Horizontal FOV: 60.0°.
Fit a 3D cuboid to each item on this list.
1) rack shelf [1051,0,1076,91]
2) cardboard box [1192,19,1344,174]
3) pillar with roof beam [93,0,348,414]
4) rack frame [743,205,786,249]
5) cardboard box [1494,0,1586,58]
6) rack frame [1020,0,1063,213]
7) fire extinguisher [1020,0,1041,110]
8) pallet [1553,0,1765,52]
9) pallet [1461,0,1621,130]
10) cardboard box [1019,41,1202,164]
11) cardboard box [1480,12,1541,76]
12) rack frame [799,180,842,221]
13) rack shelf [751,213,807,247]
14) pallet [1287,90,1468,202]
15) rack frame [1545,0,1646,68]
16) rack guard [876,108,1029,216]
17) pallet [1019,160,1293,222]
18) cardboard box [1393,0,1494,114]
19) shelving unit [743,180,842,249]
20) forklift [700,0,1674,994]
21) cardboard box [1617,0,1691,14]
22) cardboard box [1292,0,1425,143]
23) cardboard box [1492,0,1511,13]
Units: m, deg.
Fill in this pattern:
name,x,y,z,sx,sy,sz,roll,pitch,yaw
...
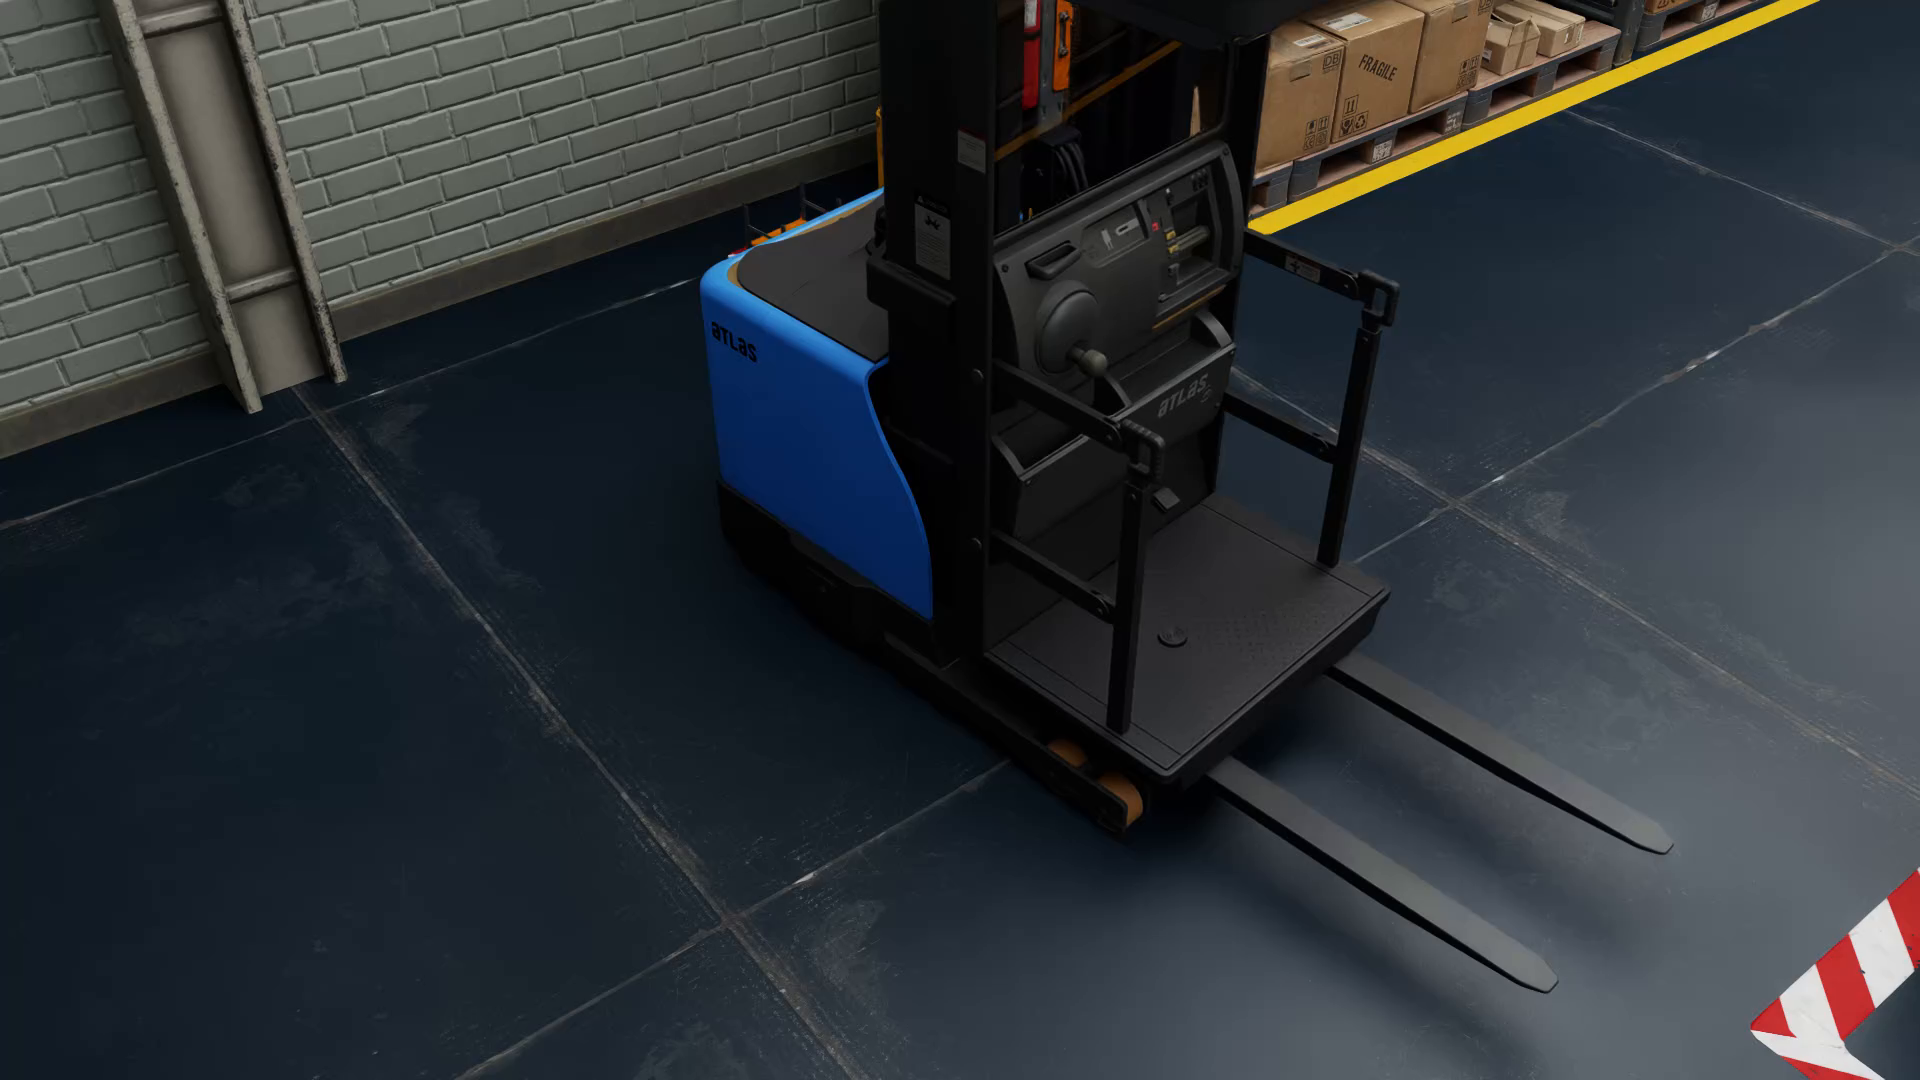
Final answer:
name,x,y,z,sx,sy,sz,roll,pitch,yaw
rack shelf,1.626,-2.876,7.458,4.000,0.370,1.077,-26,46,-28
cardboard box,1.284,-2.076,7.556,0.500,0.500,0.700,-24,45,-26
pillar with roof beam,-0.024,-1.947,1.028,0.400,9.000,9.100,-26,46,-28
rack frame,-0.633,-0.643,5.705,0.200,1.050,0.008,31,49,32
cardboard box,2.949,-2.624,8.500,0.250,0.149,0.380,-27,47,-29
rack frame,0.040,-2.381,6.287,0.127,3.000,1.000,-26,46,-28
fire extinguisher,0.205,-1.918,6.077,0.183,0.674,0.296,-26,46,-28
pallet,3.834,-3.182,9.463,1.213,0.211,1.003,-26,46,-28
pallet,2.667,-2.584,8.733,1.213,0.211,1.003,-26,46,-28
cardboard box,0.583,-1.767,7.176,0.637,0.503,0.797,-28,47,-30
cardboard box,2.666,-2.531,8.295,0.258,0.266,0.396,-24,45,-27
rack frame,-0.464,-0.754,5.842,0.200,1.050,0.008,31,49,32
rack shelf,-0.548,-0.910,5.600,0.215,0.259,0.240,31,49,32
pallet,1.699,-2.110,8.155,1.213,0.211,1.003,-26,46,-28
rack frame,3.212,-3.927,8.172,0.127,3.000,1.000,-26,46,-28
rack guard,0.101,-1.444,7.116,0.348,0.500,1.175,-26,46,-28
pallet,0.732,-1.641,7.584,1.213,0.211,1.003,-26,46,-28
cardboard box,2.108,-2.478,8.045,0.500,0.500,0.700,-28,47,-30
shelving unit,-0.548,-0.698,5.774,0.215,1.050,0.252,31,49,32
forklift,0.590,-0.681,4.269,3.031,2.935,1.130,32,49,33
cardboard box,3.733,-3.197,8.921,0.500,0.500,0.500,-24,45,-26
cardboard box,1.765,-2.230,7.744,0.500,0.500,0.500,-25,46,-27
cardboard box,2.544,-2.913,8.725,0.500,0.311,0.500,-24,45,-27
